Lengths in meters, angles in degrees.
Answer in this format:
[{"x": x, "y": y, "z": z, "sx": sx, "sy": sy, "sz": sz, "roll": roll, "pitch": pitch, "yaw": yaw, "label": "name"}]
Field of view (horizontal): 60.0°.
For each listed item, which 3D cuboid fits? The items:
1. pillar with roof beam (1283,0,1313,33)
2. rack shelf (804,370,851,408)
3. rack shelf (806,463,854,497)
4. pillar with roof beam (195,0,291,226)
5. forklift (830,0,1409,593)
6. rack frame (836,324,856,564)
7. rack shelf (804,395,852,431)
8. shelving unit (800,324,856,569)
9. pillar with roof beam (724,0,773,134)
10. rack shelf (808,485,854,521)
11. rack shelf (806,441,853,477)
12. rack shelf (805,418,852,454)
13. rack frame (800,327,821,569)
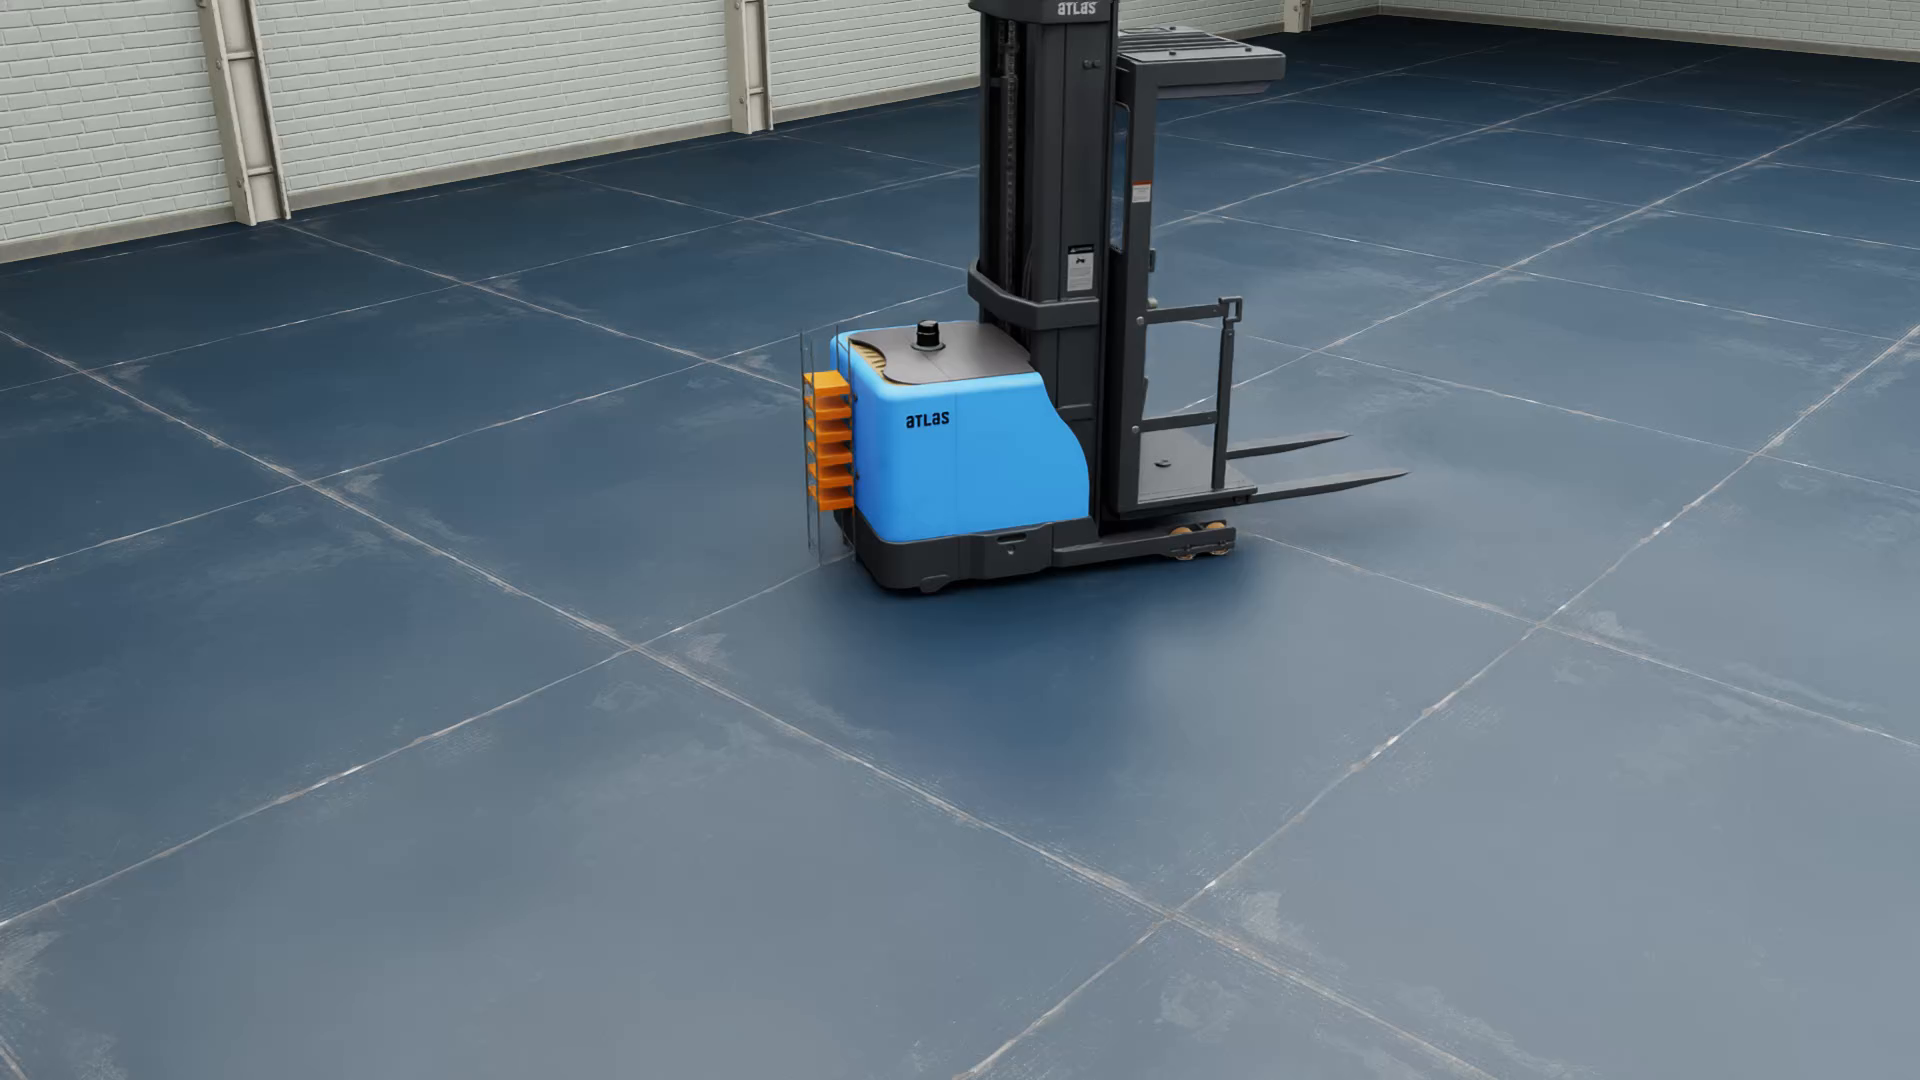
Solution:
[{"x": 8.787, "y": -11.375, "z": 23.121, "sx": 9.100, "sy": 9.000, "sz": 0.400, "roll": 20, "pitch": 31, "yaw": 38, "label": "pillar with roof beam"}, {"x": -0.657, "y": -0.747, "z": 8.179, "sx": 0.180, "sy": 0.103, "sz": 0.258, "roll": -8, "pitch": 25, "yaw": -17, "label": "rack shelf"}, {"x": -0.657, "y": -0.309, "z": 8.375, "sx": 0.180, "sy": 0.103, "sz": 0.258, "roll": -8, "pitch": 25, "yaw": -17, "label": "rack shelf"}, {"x": -3.227, "y": -5.891, "z": 10.890, "sx": 9.100, "sy": 9.000, "sz": 0.400, "roll": 20, "pitch": 31, "yaw": 38, "label": "pillar with roof beam"}, {"x": 0.898, "y": -1.427, "z": 8.351, "sx": 3.031, "sy": 2.935, "sz": 1.130, "roll": -8, "pitch": 25, "yaw": -17, "label": "forklift"}, {"x": -0.571, "y": -0.471, "z": 8.335, "sx": 0.006, "sy": 1.200, "sz": 0.240, "roll": -8, "pitch": 25, "yaw": -17, "label": "rack frame"}, {"x": -0.657, "y": -0.638, "z": 8.228, "sx": 0.180, "sy": 0.103, "sz": 0.258, "roll": -8, "pitch": 25, "yaw": -17, "label": "rack shelf"}, {"x": -0.657, "y": -0.459, "z": 8.308, "sx": 0.189, "sy": 1.200, "sz": 0.258, "roll": -8, "pitch": 25, "yaw": -17, "label": "shelving unit"}, {"x": 0.778, "y": -7.719, "z": 14.967, "sx": 9.100, "sy": 9.000, "sz": 0.400, "roll": 20, "pitch": 31, "yaw": 38, "label": "pillar with roof beam"}, {"x": -0.657, "y": -0.200, "z": 8.424, "sx": 0.180, "sy": 0.103, "sz": 0.258, "roll": -8, "pitch": 25, "yaw": -17, "label": "rack shelf"}, {"x": -0.657, "y": -0.419, "z": 8.326, "sx": 0.180, "sy": 0.103, "sz": 0.258, "roll": -8, "pitch": 25, "yaw": -17, "label": "rack shelf"}, {"x": -0.657, "y": -0.528, "z": 8.277, "sx": 0.180, "sy": 0.103, "sz": 0.258, "roll": -8, "pitch": 25, "yaw": -17, "label": "rack shelf"}, {"x": -0.744, "y": -0.447, "z": 8.280, "sx": 0.006, "sy": 1.200, "sz": 0.240, "roll": -8, "pitch": 25, "yaw": -17, "label": "rack frame"}]
